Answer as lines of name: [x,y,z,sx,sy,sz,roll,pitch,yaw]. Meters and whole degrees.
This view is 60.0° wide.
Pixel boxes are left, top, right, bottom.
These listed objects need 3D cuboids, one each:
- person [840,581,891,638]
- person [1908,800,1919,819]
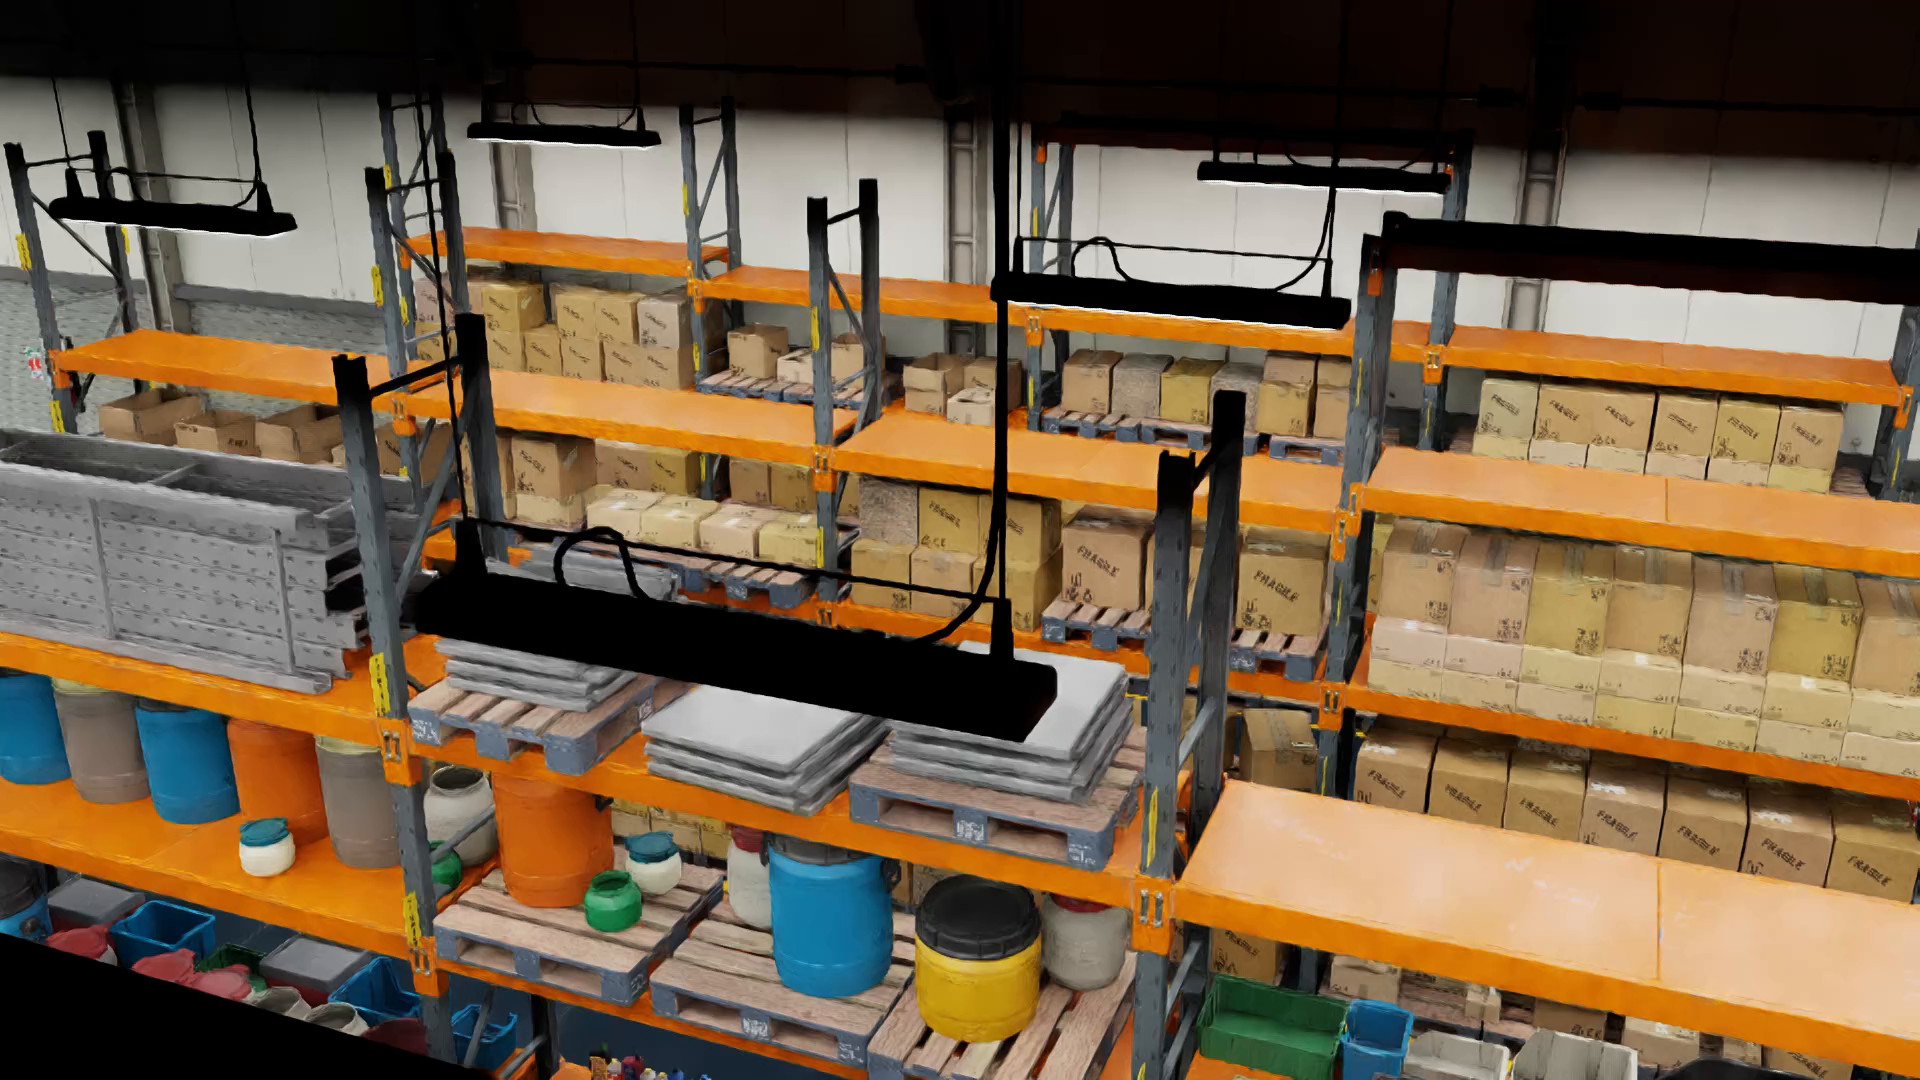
person: [-0.973,0.830,17.708,0.625,1.767,0.492,-1,21,-2]
person: [8.305,2.251,13.986,0.477,1.772,0.655,-18,27,-39]
